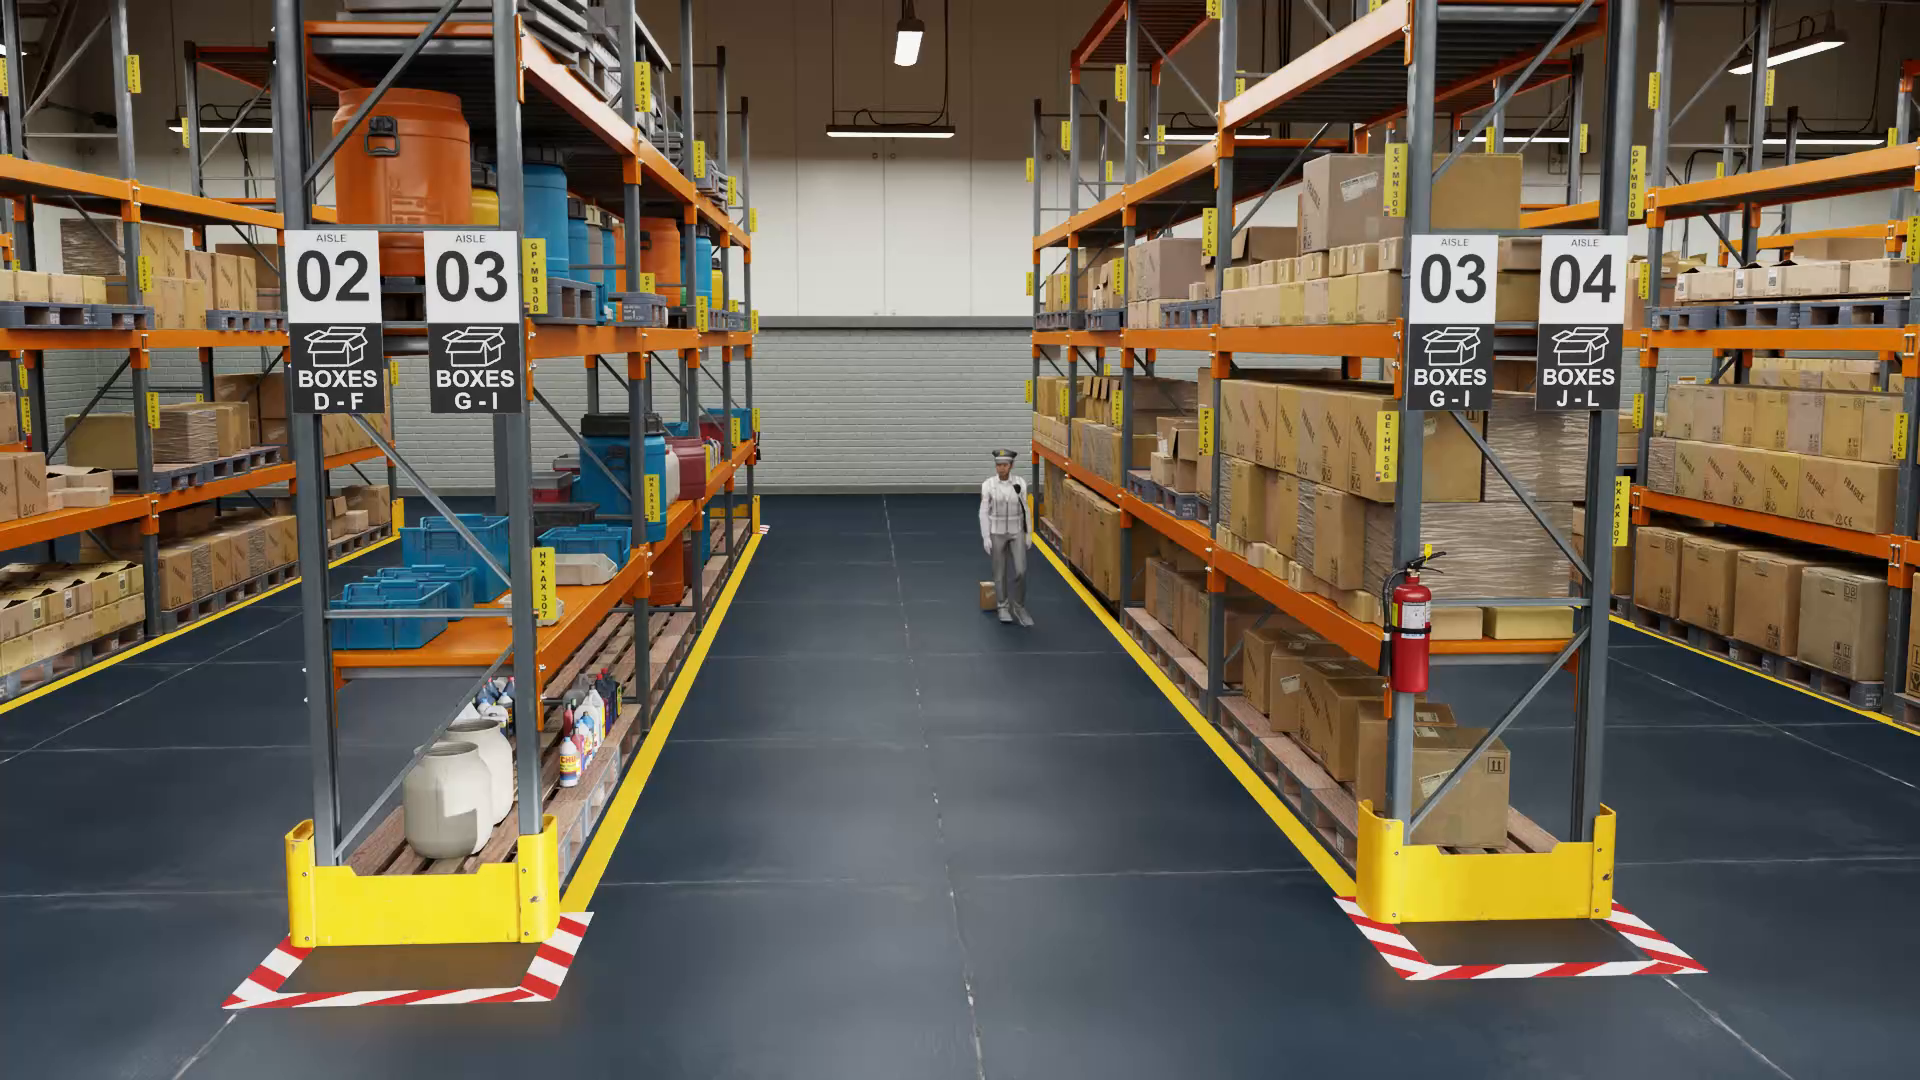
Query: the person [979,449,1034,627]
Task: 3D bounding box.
[{"bbox_3d":[0.444,-0.022,15.853,0.529,1.716,0.475,0,7,1],"label":"person"}]
